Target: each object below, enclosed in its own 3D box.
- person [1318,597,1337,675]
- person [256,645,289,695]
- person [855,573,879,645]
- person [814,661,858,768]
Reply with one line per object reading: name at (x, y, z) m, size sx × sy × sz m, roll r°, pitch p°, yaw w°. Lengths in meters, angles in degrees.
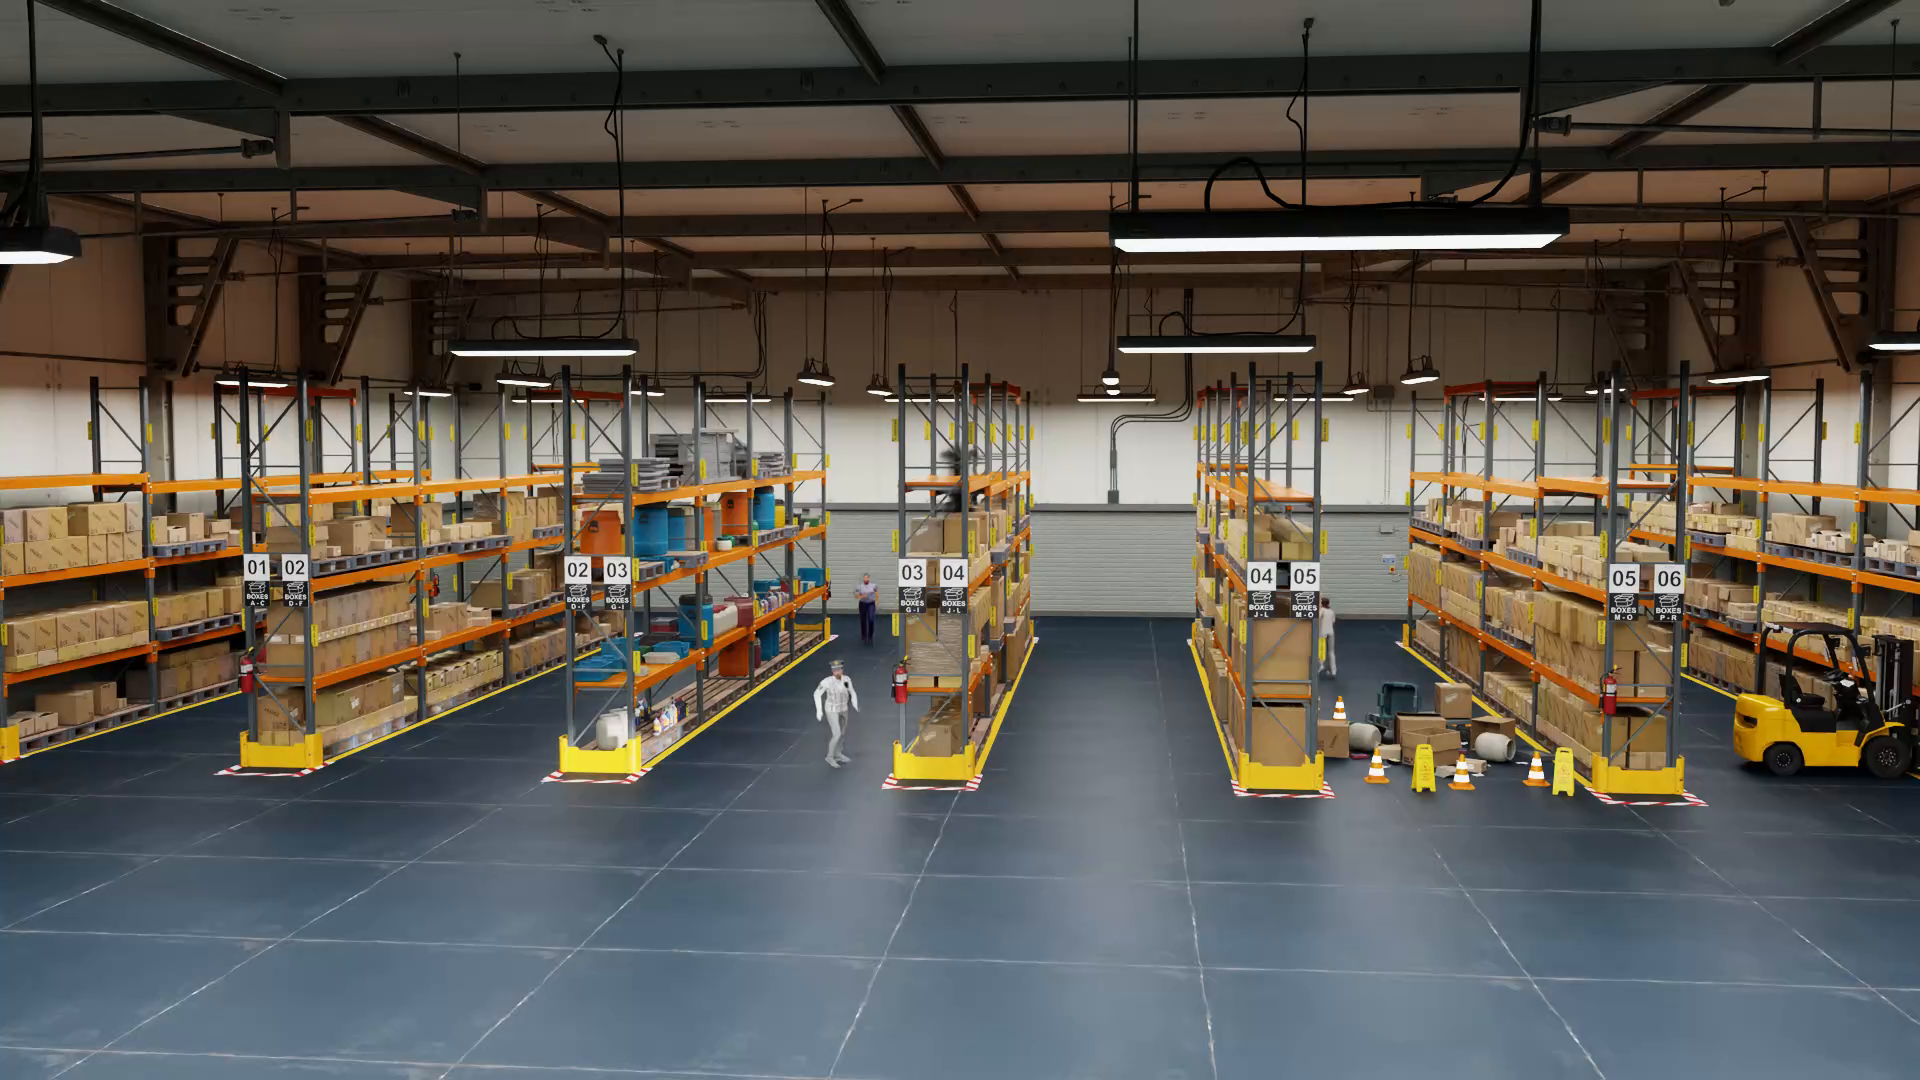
person at (7.550, 1.997, 34.391) m, size 0.556 × 1.607 × 0.923 m, roll -1°, pitch 4°, yaw -8°
person at (-11.537, 2.364, 28.080) m, size 0.650 × 1.695 × 0.908 m, roll -1°, pitch 4°, yaw -10°
person at (-2.225, 1.638, 39.644) m, size 0.572 × 1.707 × 0.842 m, roll 0°, pitch 4°, yaw -2°
person at (-1.836, 2.612, 25.067) m, size 0.611 × 1.643 × 0.732 m, roll -3°, pitch 5°, yaw -39°
